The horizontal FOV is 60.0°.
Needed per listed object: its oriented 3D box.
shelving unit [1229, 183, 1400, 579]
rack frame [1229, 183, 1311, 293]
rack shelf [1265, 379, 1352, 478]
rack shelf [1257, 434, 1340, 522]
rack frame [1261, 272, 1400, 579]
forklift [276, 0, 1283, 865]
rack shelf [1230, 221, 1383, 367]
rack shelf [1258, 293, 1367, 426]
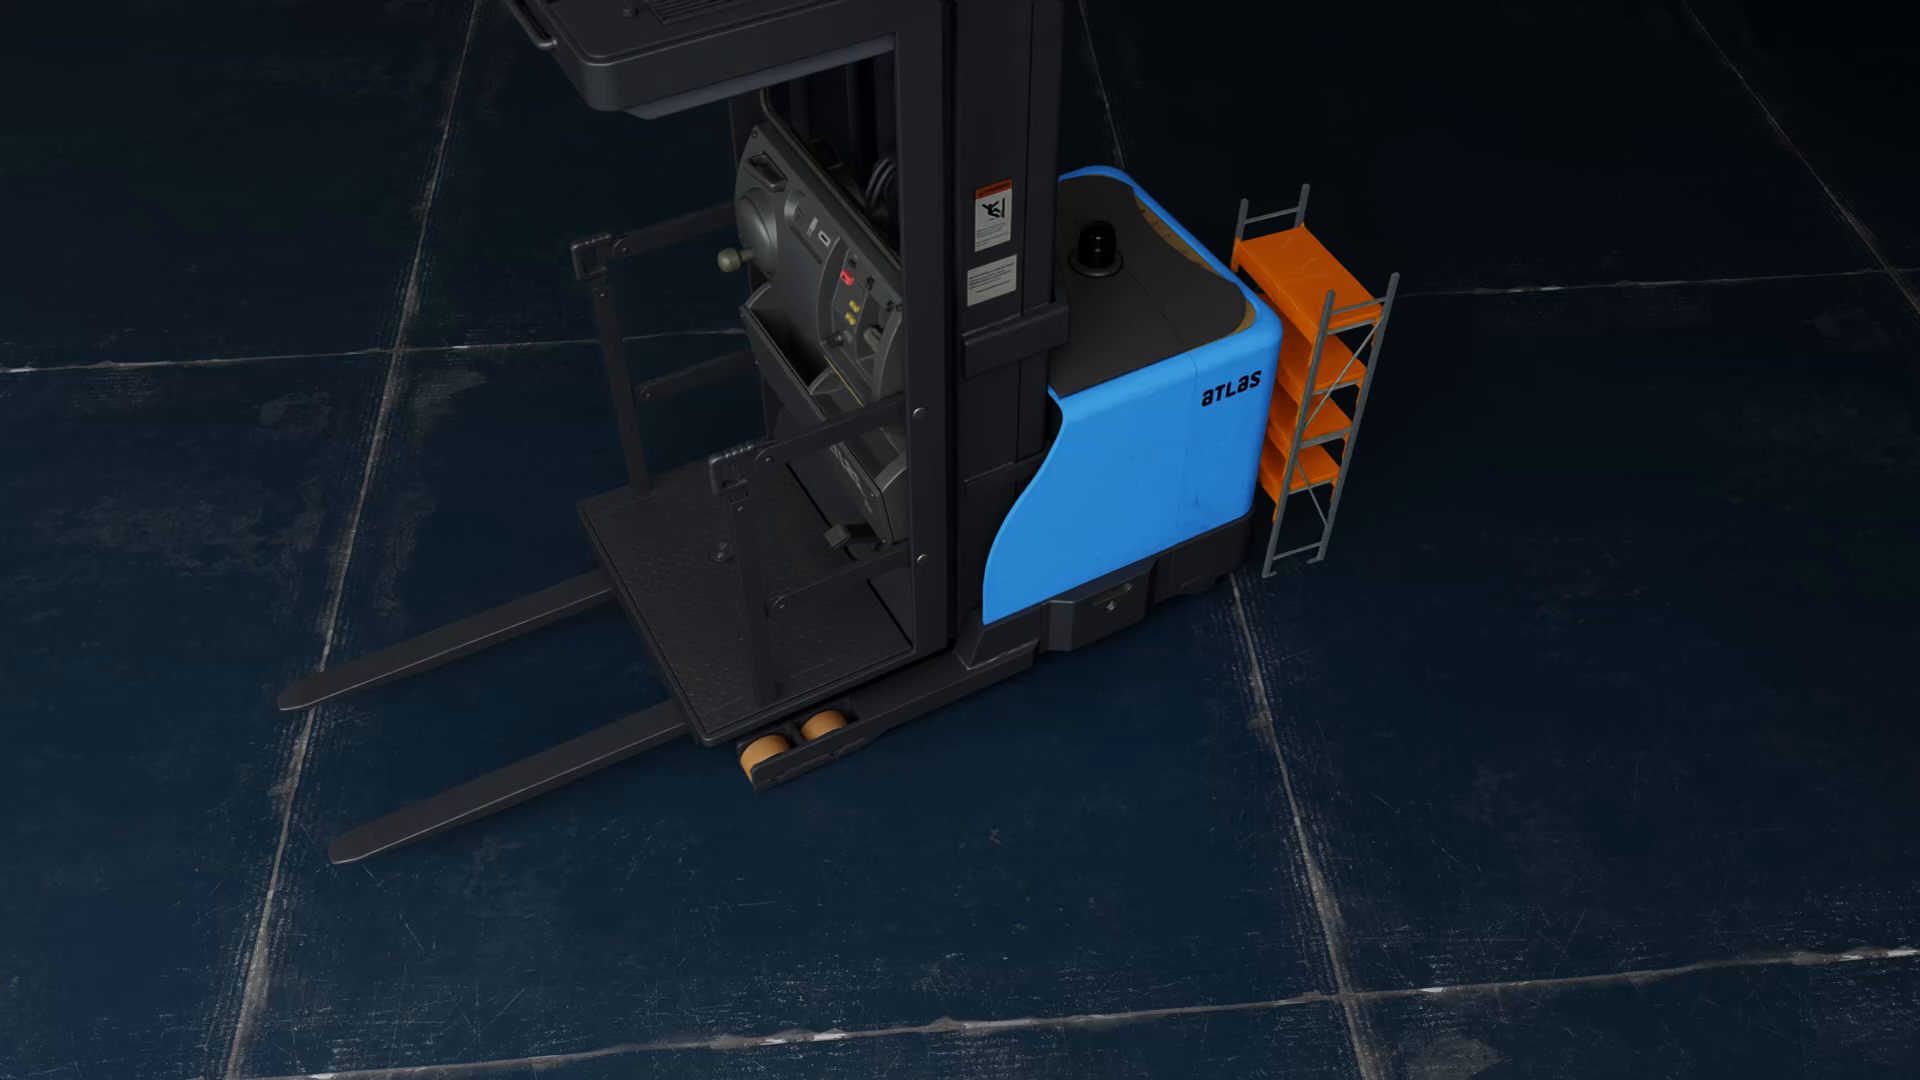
[{"bbox_3d":[1.051,-0.486,5.378,0.258,1.200,0.503,-16,49,-17],"label":"shelving unit"},{"bbox_3d":[0.953,-0.649,5.532,0.240,1.200,0.015,-16,49,-17],"label":"rack frame"},{"bbox_3d":[1.049,-0.439,5.427,0.258,0.148,0.480,-16,49,-17],"label":"rack shelf"},{"bbox_3d":[1.043,-0.301,5.569,0.258,0.148,0.480,-16,49,-17],"label":"rack shelf"},{"bbox_3d":[1.148,-0.324,5.225,0.240,1.200,0.015,-16,49,-17],"label":"rack frame"},{"bbox_3d":[-0.568,-0.700,4.394,3.031,2.935,1.130,-22,50,-19],"label":"forklift"},{"bbox_3d":[1.062,-0.760,5.096,0.258,0.148,0.480,-16,49,-17],"label":"rack shelf"},{"bbox_3d":[1.055,-0.595,5.266,0.258,0.148,0.480,-16,49,-17],"label":"rack shelf"}]
